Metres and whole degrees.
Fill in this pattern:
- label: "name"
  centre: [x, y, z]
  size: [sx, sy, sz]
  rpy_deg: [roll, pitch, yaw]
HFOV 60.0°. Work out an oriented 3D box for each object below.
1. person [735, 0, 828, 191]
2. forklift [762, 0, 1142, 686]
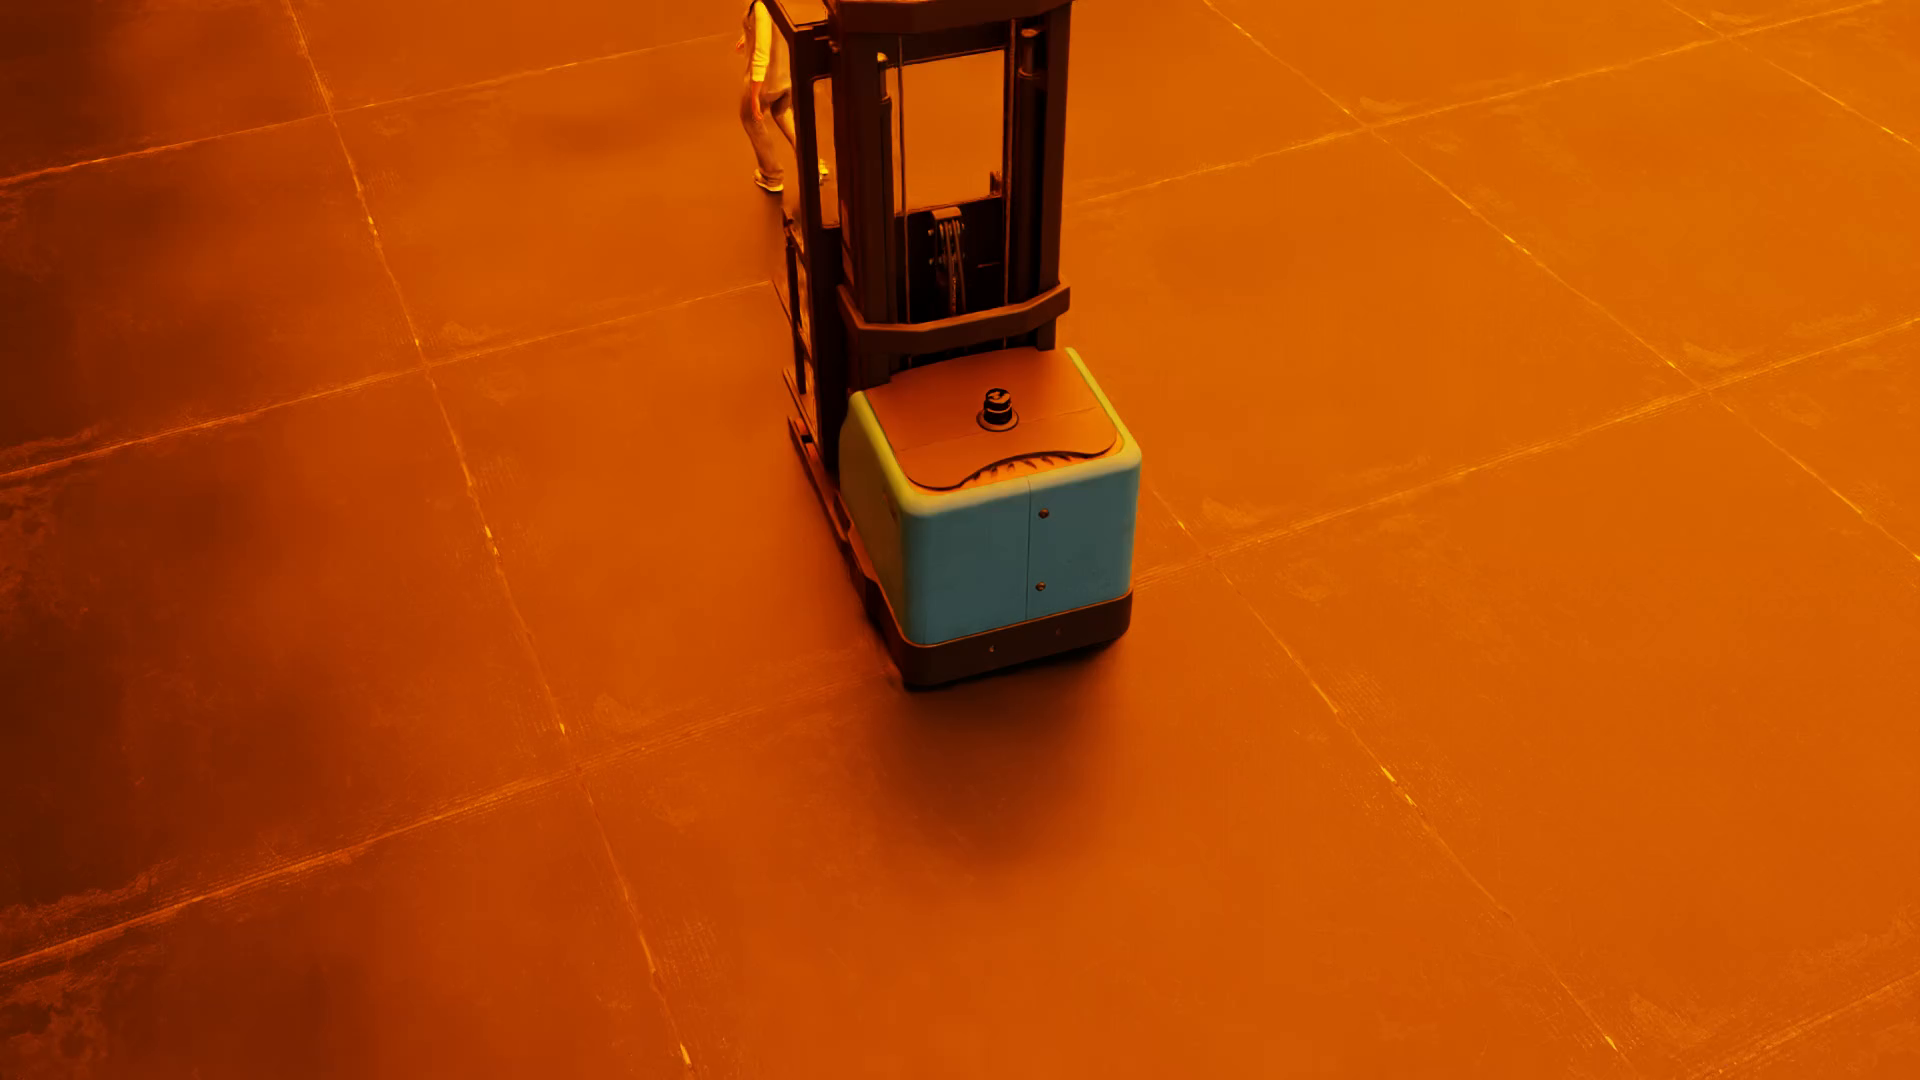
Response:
- label: "person"
  centre: [-1.102, -2.656, 9.552]
  size: [0.579, 1.547, 0.563]
  rpy_deg: [34, 53, 31]
- label: "forklift"
  centre: [-0.214, -1.472, 7.258]
  size: [1.130, 2.935, 3.031]
  rpy_deg: [-13, 45, -14]
